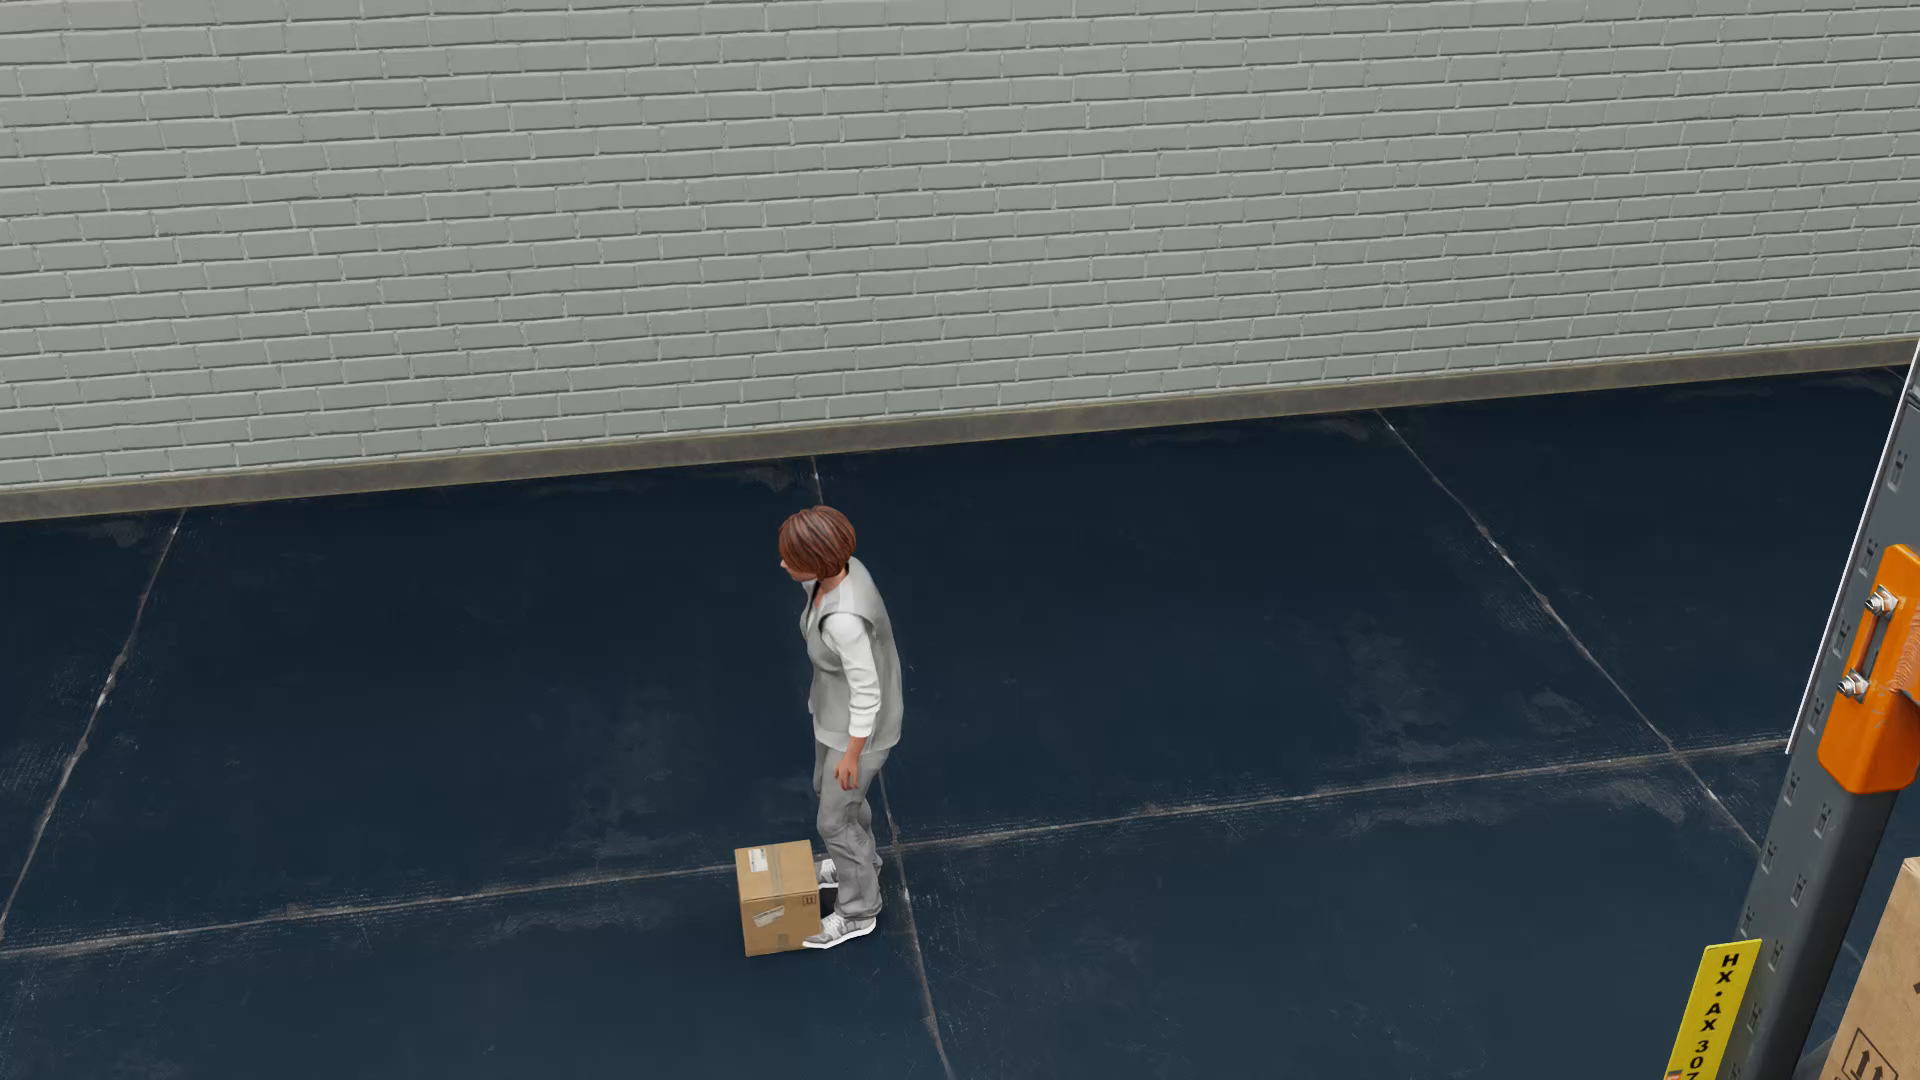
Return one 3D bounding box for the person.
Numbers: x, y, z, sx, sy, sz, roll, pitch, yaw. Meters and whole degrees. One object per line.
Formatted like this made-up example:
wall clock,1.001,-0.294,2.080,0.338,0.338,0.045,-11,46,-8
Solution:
person,-0.374,0.580,5.185,0.376,1.590,0.467,-7,32,-11
